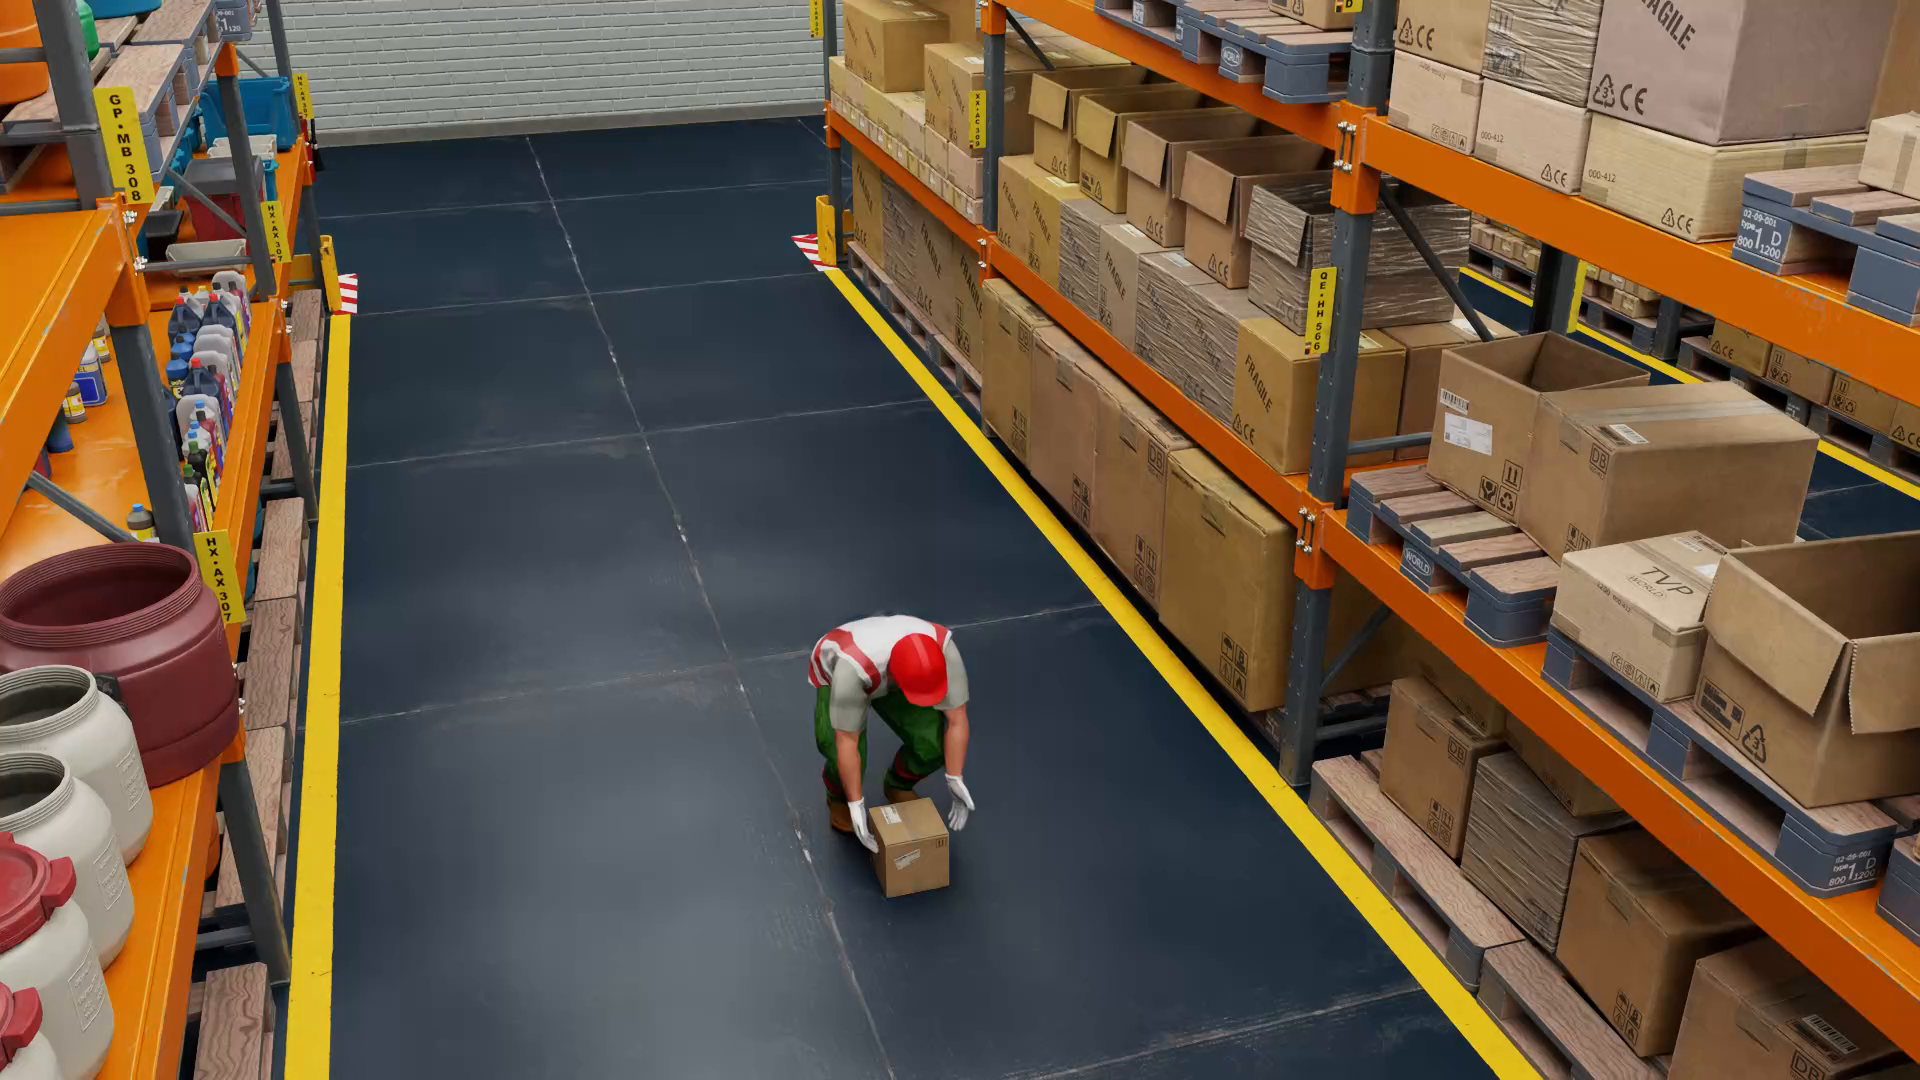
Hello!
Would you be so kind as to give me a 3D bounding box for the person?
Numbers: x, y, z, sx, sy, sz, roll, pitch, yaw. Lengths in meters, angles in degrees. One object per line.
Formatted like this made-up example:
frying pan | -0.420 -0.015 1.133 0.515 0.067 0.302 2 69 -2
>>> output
person | -0.283 0.684 6.544 0.579 1.041 0.872 -8 27 -16
